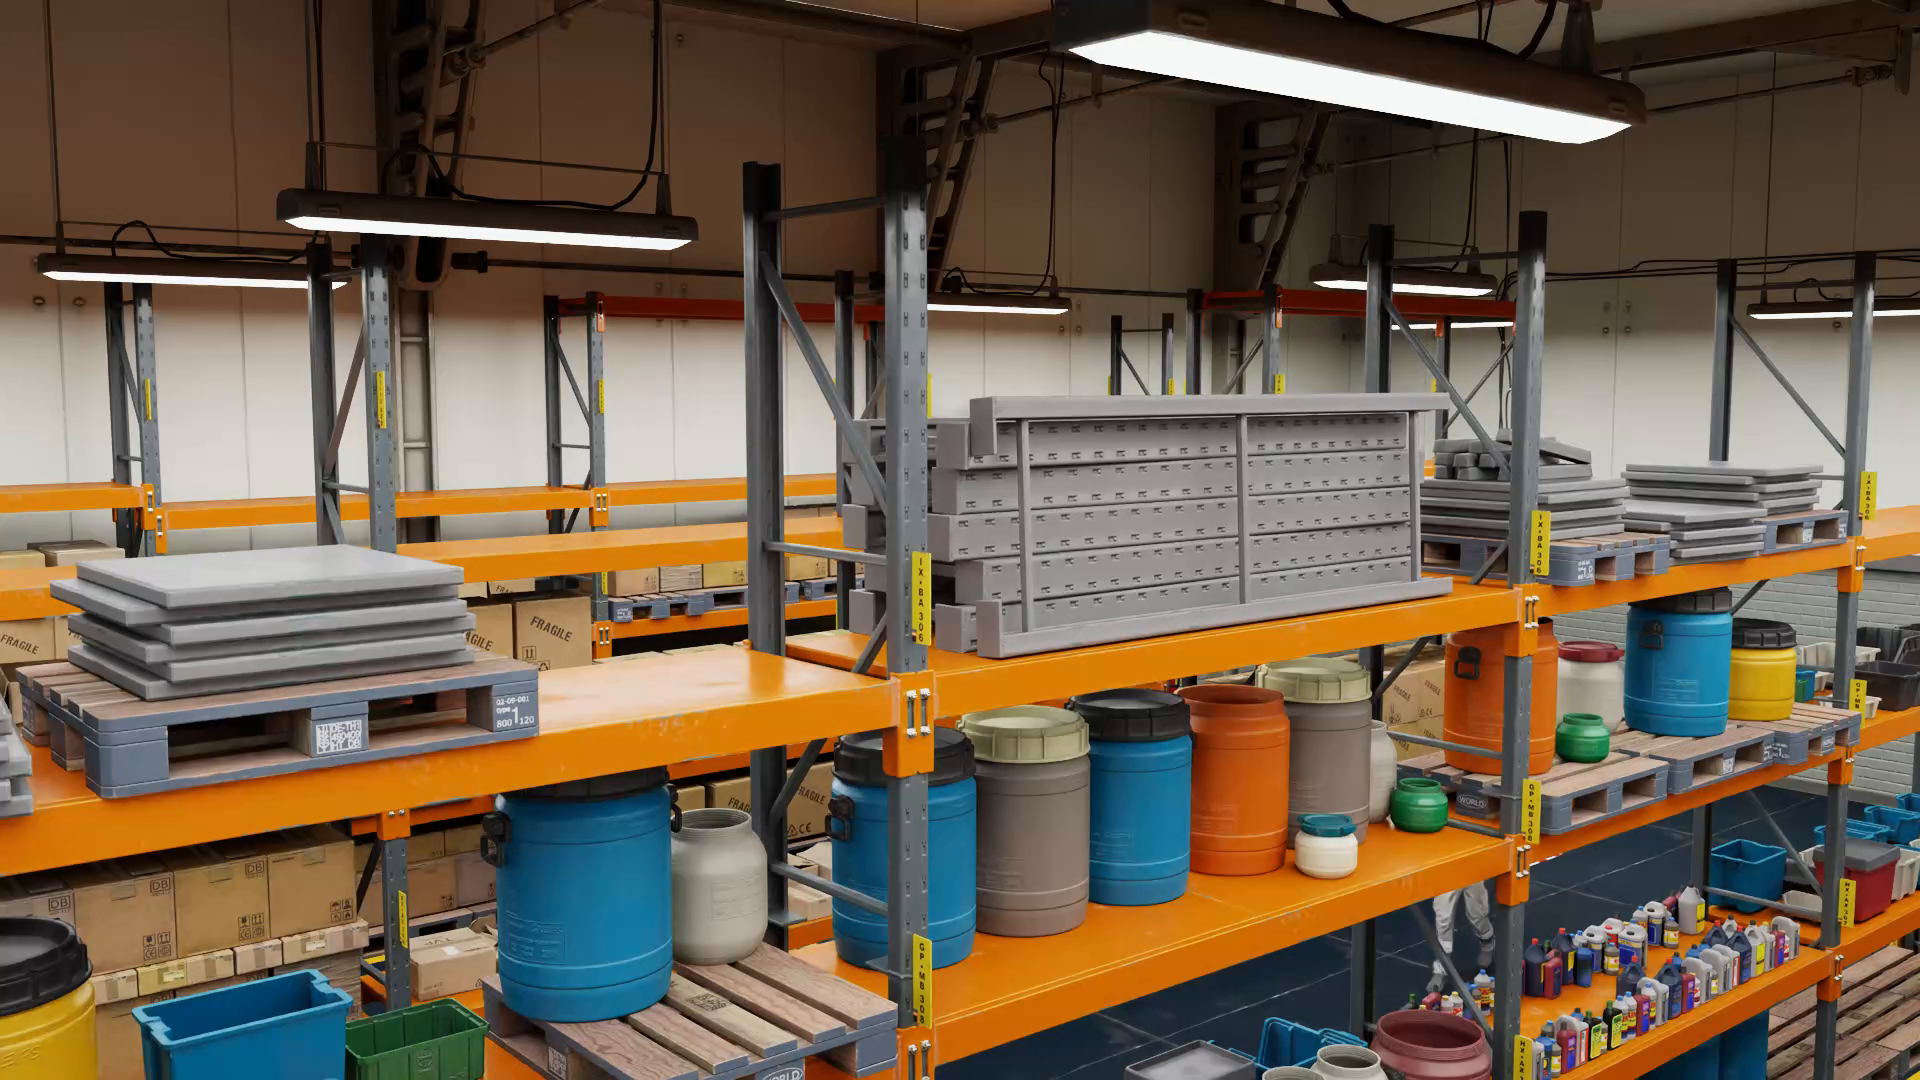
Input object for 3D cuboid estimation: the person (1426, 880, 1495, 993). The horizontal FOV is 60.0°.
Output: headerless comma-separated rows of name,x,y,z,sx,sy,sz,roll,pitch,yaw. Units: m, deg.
person,4.292,2.880,14.191,0.659,1.781,0.990,4,7,39
